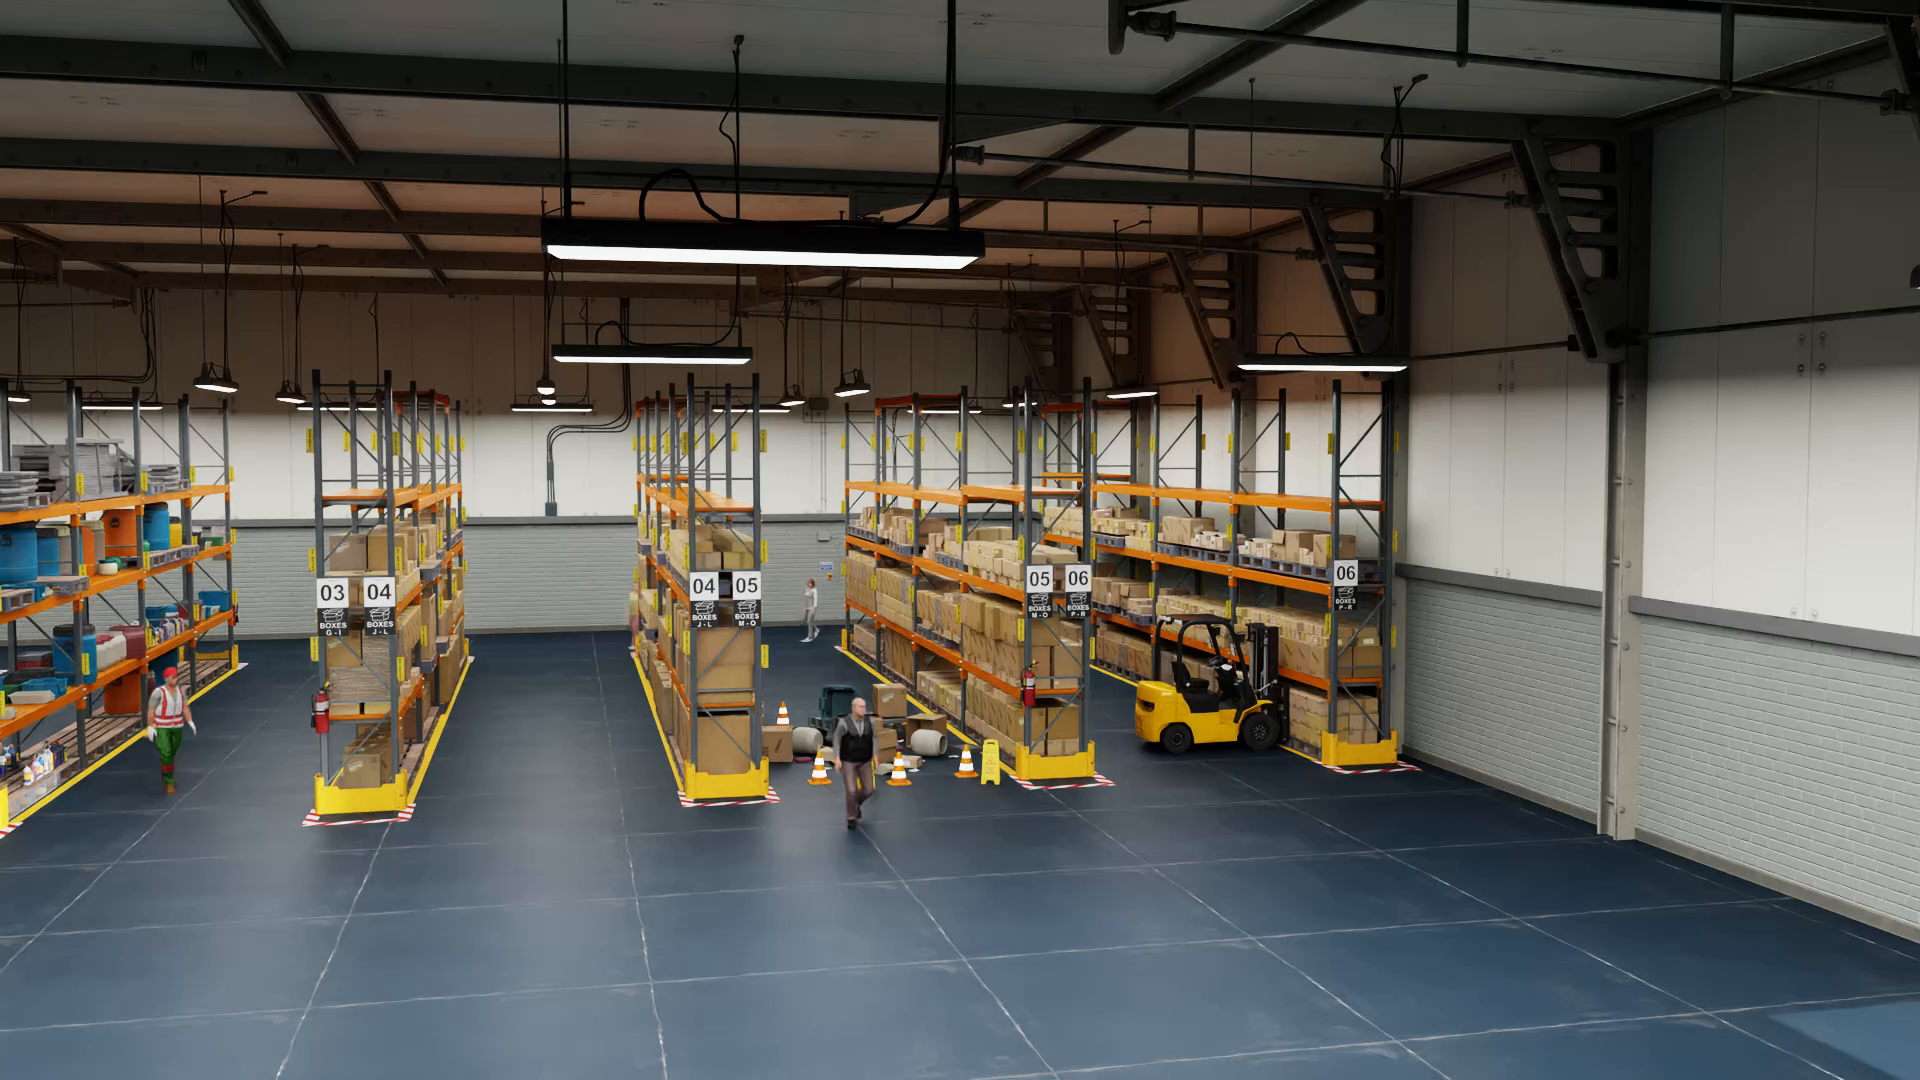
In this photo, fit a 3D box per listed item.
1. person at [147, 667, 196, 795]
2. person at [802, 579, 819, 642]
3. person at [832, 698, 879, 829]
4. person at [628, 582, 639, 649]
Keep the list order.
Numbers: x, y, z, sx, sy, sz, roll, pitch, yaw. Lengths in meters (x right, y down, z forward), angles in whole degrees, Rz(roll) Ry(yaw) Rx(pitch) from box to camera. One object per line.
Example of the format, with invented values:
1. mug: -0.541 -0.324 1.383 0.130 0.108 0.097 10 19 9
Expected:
1. person: -11.434 2.733 24.084 0.636 1.798 0.882 -3 5 -45
2. person: -3.770 1.771 42.077 0.539 1.594 0.421 -3 4 -39
3. person: -1.400 2.898 21.869 0.601 1.705 0.611 -2 4 -25
4. person: -7.857 1.819 40.566 0.441 1.649 0.742 3 4 37
